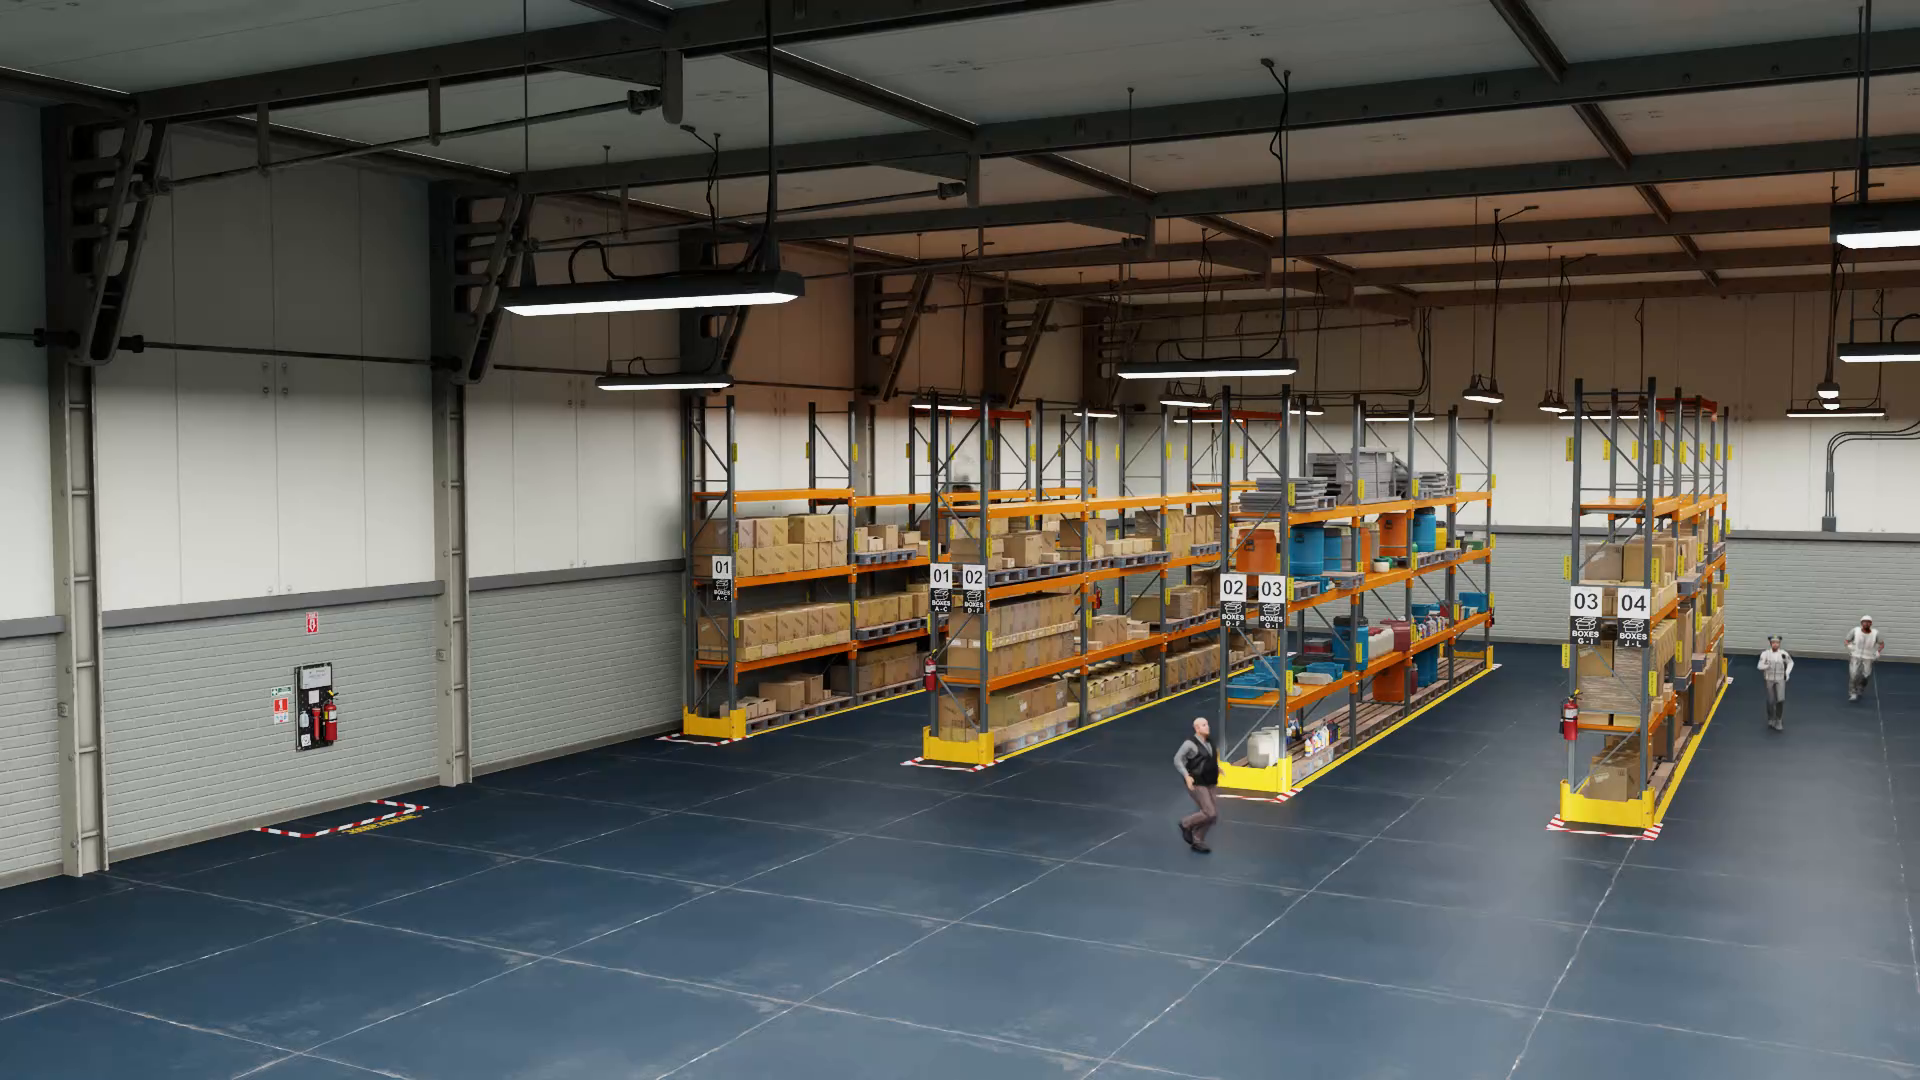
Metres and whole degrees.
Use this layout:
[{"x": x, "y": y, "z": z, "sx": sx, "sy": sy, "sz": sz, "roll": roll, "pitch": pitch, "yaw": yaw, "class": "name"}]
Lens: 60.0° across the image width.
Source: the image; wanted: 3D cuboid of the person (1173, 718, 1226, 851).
[{"x": 3.052, "y": 3.066, "z": 20.803, "sx": 0.652, "sy": 1.678, "sz": 0.569, "roll": -3, "pitch": 4, "yaw": -41, "class": "person"}]

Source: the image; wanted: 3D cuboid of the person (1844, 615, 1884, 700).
[{"x": 18.210, "y": 2.377, "z": 33.516, "sx": 0.720, "sy": 1.716, "sz": 0.627, "roll": 2, "pitch": 3, "yaw": 30, "class": "person"}]

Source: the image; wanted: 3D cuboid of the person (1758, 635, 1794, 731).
[{"x": 14.750, "y": 2.576, "z": 30.083, "sx": 0.592, "sy": 1.734, "sz": 0.684, "roll": 1, "pitch": 3, "yaw": 25, "class": "person"}]
